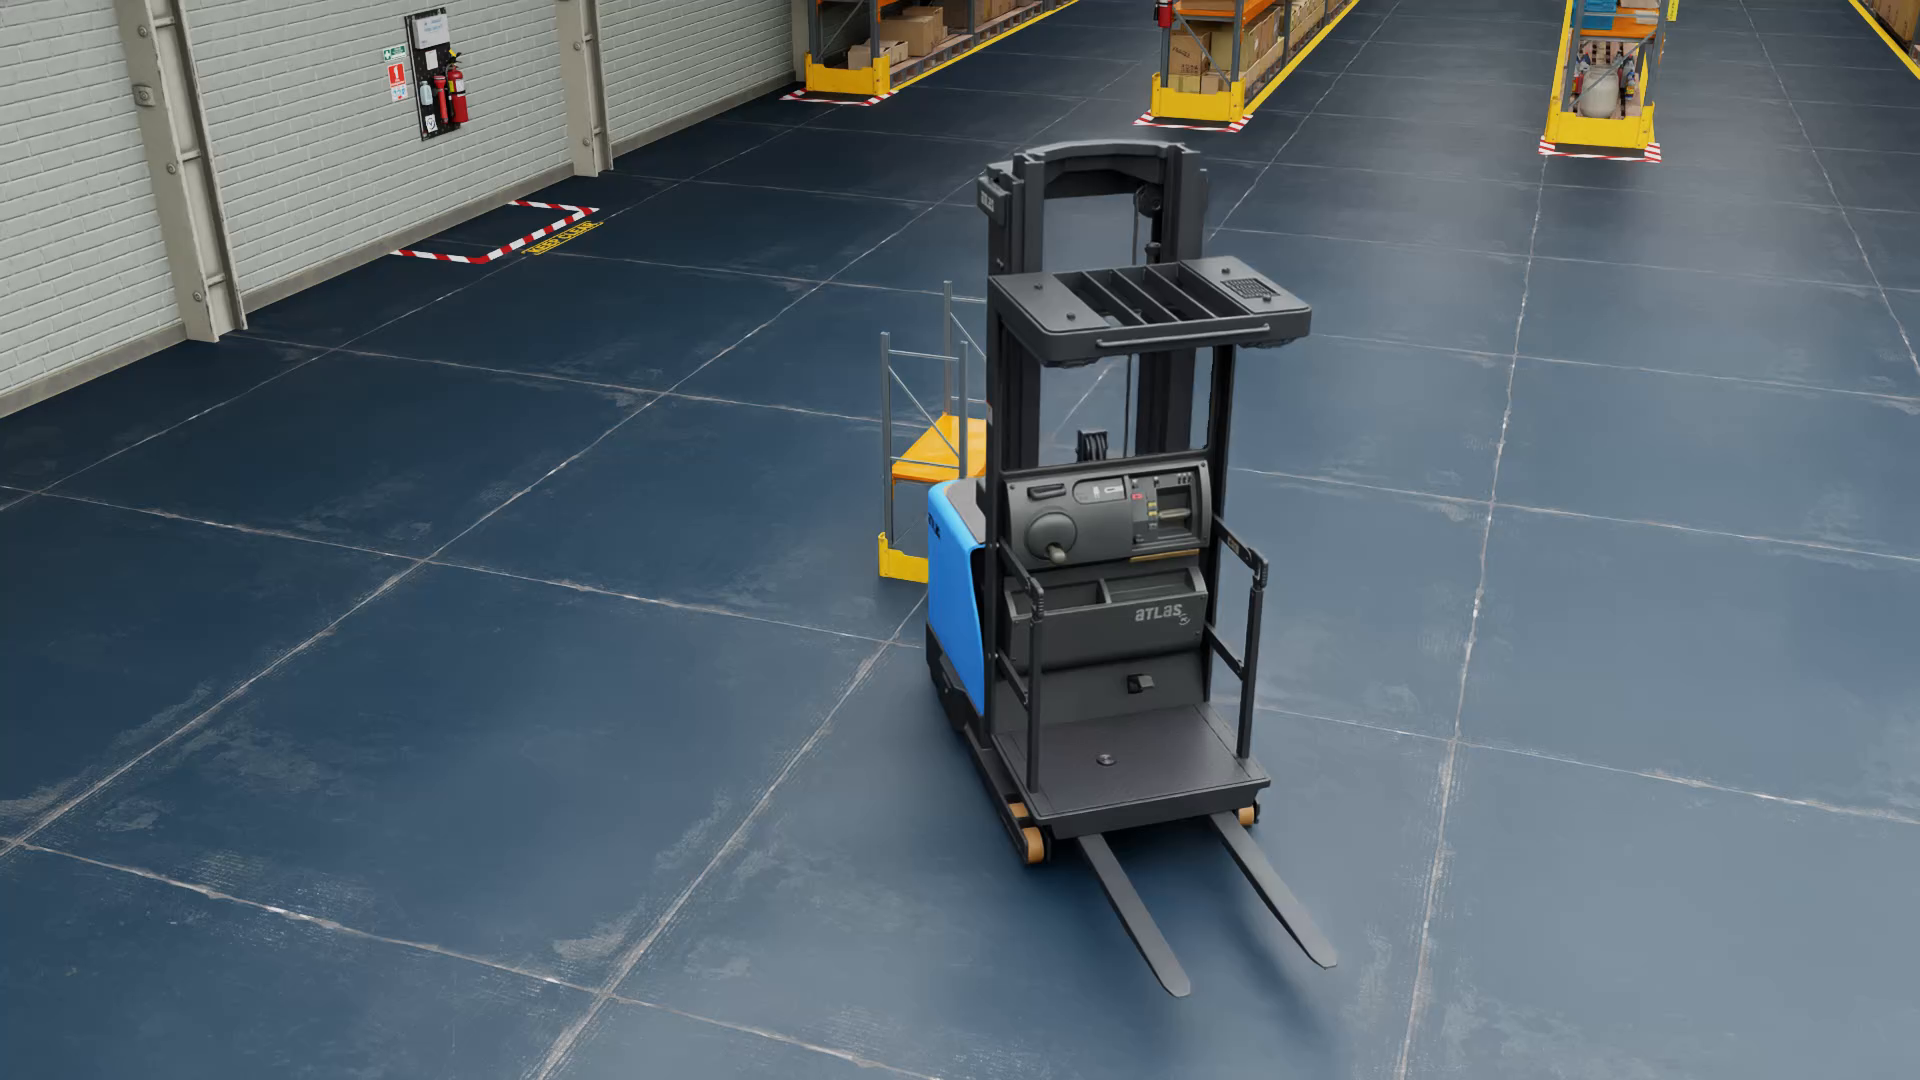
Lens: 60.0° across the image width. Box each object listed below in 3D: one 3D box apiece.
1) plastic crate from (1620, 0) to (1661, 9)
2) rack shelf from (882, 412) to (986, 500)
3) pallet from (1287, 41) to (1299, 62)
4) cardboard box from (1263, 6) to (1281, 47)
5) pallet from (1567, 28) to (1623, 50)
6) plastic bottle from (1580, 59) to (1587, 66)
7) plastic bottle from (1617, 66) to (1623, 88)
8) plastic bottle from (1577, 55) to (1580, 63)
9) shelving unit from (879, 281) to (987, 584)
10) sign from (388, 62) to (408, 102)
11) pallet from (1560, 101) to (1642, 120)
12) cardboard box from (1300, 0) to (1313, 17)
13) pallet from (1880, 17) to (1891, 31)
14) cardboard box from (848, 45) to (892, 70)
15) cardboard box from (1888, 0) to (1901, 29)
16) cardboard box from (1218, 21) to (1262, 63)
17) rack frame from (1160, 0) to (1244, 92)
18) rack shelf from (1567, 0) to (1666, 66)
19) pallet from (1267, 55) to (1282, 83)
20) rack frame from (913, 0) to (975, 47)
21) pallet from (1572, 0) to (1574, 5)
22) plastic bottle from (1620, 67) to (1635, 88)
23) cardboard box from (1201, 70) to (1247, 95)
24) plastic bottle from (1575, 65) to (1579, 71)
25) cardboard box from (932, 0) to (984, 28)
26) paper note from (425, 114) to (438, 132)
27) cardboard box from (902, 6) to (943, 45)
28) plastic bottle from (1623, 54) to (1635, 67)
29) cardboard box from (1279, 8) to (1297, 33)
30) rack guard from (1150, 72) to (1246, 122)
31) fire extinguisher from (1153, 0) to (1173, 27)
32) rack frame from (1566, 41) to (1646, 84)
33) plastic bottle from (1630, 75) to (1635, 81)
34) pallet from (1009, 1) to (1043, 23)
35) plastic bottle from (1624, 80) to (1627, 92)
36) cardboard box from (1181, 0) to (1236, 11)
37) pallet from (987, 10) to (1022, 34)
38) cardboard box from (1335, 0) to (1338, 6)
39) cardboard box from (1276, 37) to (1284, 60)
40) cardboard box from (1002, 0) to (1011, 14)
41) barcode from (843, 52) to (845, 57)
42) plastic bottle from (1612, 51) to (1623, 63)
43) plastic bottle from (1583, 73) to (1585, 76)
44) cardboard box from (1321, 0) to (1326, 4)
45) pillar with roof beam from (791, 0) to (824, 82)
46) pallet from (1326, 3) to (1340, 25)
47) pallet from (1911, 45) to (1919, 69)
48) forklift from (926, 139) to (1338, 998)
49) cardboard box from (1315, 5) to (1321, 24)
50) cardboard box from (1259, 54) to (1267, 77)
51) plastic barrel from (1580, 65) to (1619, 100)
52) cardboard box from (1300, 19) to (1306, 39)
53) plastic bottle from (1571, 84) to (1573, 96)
[{"bbox_3d":[8.781,-6.969,21.504,0.530,0.136,0.437,9,27,17],"label":"plastic crate"},{"bbox_3d":[-0.028,-0.478,9.929,0.538,0.185,1.000,9,27,17],"label":"rack shelf"},{"bbox_3d":[4.622,-7.565,25.632,1.003,0.211,1.213,9,27,17],"label":"pallet"},{"bbox_3d":[4.288,-7.375,23.852,0.500,0.500,0.500,9,27,17],"label":"cardboard box"},{"bbox_3d":[10.120,-7.868,26.258,1.003,0.211,1.213,9,27,17],"label":"pallet"},{"bbox_3d":[8.489,-6.413,22.679,0.097,0.271,0.097,0,26,0],"label":"plastic bottle"},{"bbox_3d":[8.811,-6.198,22.222,0.061,0.283,0.133,9,27,17],"label":"plastic bottle"},{"bbox_3d":[8.423,-6.526,22.821,0.144,0.351,0.185,10,27,19],"label":"plastic bottle"},{"bbox_3d":[-0.025,-0.644,9.858,0.587,1.500,1.083,9,27,17],"label":"shelving unit"},{"bbox_3d":[-5.310,-4.326,15.701,0.001,0.329,0.234,9,27,17],"label":"sign"},{"bbox_3d":[8.008,-5.264,20.880,1.003,0.211,1.213,9,27,17],"label":"pallet"},{"bbox_3d":[5.296,-8.481,26.354,0.500,0.311,0.500,10,27,19],"label":"cardboard box"},{"bbox_3d":[16.230,-8.778,28.138,1.003,0.211,1.213,9,27,17],"label":"pallet"},{"bbox_3d":[-1.275,-6.844,23.523,0.500,0.311,0.500,6,26,12],"label":"cardboard box"},{"bbox_3d":[15.638,-8.596,26.518,1.225,0.875,0.875,9,27,18],"label":"cardboard box"},{"bbox_3d":[3.789,-6.758,22.578,0.500,0.500,0.500,9,27,17],"label":"cardboard box"},{"bbox_3d":[3.082,-6.868,20.993,1.000,3.000,0.127,9,27,17],"label":"rack frame"},{"bbox_3d":[8.417,-6.646,21.360,1.077,0.370,4.000,9,27,17],"label":"rack shelf"},{"bbox_3d":[4.109,-6.936,24.333,1.003,0.211,1.213,9,27,17],"label":"pallet"},{"bbox_3d":[-0.259,-9.228,25.868,1.000,3.000,0.127,9,27,17],"label":"rack frame"},{"bbox_3d":[11.449,-9.513,29.656,1.003,0.211,1.213,9,27,17],"label":"pallet"},{"bbox_3d":[8.911,-6.180,22.192,0.152,0.276,0.135,9,27,18],"label":"plastic bottle"},{"bbox_3d":[3.470,-6.007,21.889,0.500,0.250,0.500,9,27,17],"label":"cardboard box"},{"bbox_3d":[8.157,-6.197,22.142,0.144,0.351,0.185,10,28,20],"label":"plastic bottle"},{"bbox_3d":[-0.030,-8.606,26.947,0.700,0.500,0.500,10,27,19],"label":"cardboard box"},{"bbox_3d":[-5.152,-4.063,16.210,0.016,0.148,0.142,9,27,17],"label":"paper note"},{"bbox_3d":[-0.567,-7.869,25.424,0.500,0.500,0.500,7,27,14],"label":"cardboard box"},{"bbox_3d":[9.077,-6.412,22.586,0.144,0.351,0.185,7,27,15],"label":"plastic bottle"},{"bbox_3d":[4.786,-7.849,25.049,0.500,0.311,0.500,9,27,18],"label":"cardboard box"},{"bbox_3d":[3.074,-5.733,21.517,1.175,0.500,0.348,9,27,17],"label":"rack guard"},{"bbox_3d":[2.605,-6.852,21.048,0.296,0.674,0.183,9,27,17],"label":"fire extinguisher"},{"bbox_3d":[9.083,-7.792,22.901,1.000,3.000,0.127,9,27,17],"label":"rack frame"},{"bbox_3d":[8.742,-5.914,21.634,0.061,0.283,0.133,9,27,18],"label":"plastic bottle"},{"bbox_3d":[0.810,-9.296,29.208,1.003,0.211,1.213,9,27,17],"label":"pallet"},{"bbox_3d":[8.829,-6.009,21.925,0.097,0.201,0.097,0,26,0],"label":"plastic bottle"},{"bbox_3d":[3.249,-7.103,21.363,0.700,0.500,0.500,9,27,17],"label":"cardboard box"},{"bbox_3d":[0.403,-8.797,28.176,1.003,0.211,1.213,9,27,17],"label":"pallet"},{"bbox_3d":[6.334,-9.590,28.978,0.500,0.500,0.500,8,27,16],"label":"cardboard box"},{"bbox_3d":[4.465,-7.241,24.436,0.500,0.250,0.500,9,27,17],"label":"cardboard box"},{"bbox_3d":[0.461,-9.239,28.253,0.700,0.500,0.500,9,27,17],"label":"cardboard box"},{"bbox_3d":[-1.647,-6.913,23.657,0.001,0.075,0.075,9,27,17],"label":"barcode"},{"bbox_3d":[9.004,-6.512,22.792,0.144,0.351,0.185,9,27,17],"label":"plastic bottle"},{"bbox_3d":[8.285,-6.131,22.176,0.097,0.201,0.097,0,26,0],"label":"plastic bottle"},{"bbox_3d":[5.802,-9.108,27.650,0.500,0.311,0.500,9,27,19],"label":"cardboard box"},{"bbox_3d":[1.886,-10.074,20.729,9.100,9.000,0.400,9,27,17],"label":"pillar with roof beam"},{"bbox_3d":[6.028,-9.202,29.013,1.003,0.211,1.213,9,27,17],"label":"pallet"},{"bbox_3d":[14.823,-7.141,24.757,1.003,0.211,1.213,9,27,17],"label":"pallet"},{"bbox_3d":[0.715,-0.084,7.061,1.130,2.935,3.031,-7,27,-14],"label":"forklift"},{"bbox_3d":[5.631,-8.643,27.332,0.500,0.250,0.500,8,27,17],"label":"cardboard box"},{"bbox_3d":[3.971,-6.624,23.161,0.500,0.250,0.500,9,27,17],"label":"cardboard box"},{"bbox_3d":[8.066,-5.705,20.963,0.421,0.512,0.421,0,26,0],"label":"plastic barrel"},{"bbox_3d":[5.122,-8.016,26.037,0.500,0.250,0.500,8,27,16],"label":"cardboard box"},{"bbox_3d":[7.950,-5.905,21.710,0.097,0.201,0.097,0,26,0],"label":"plastic bottle"}]
